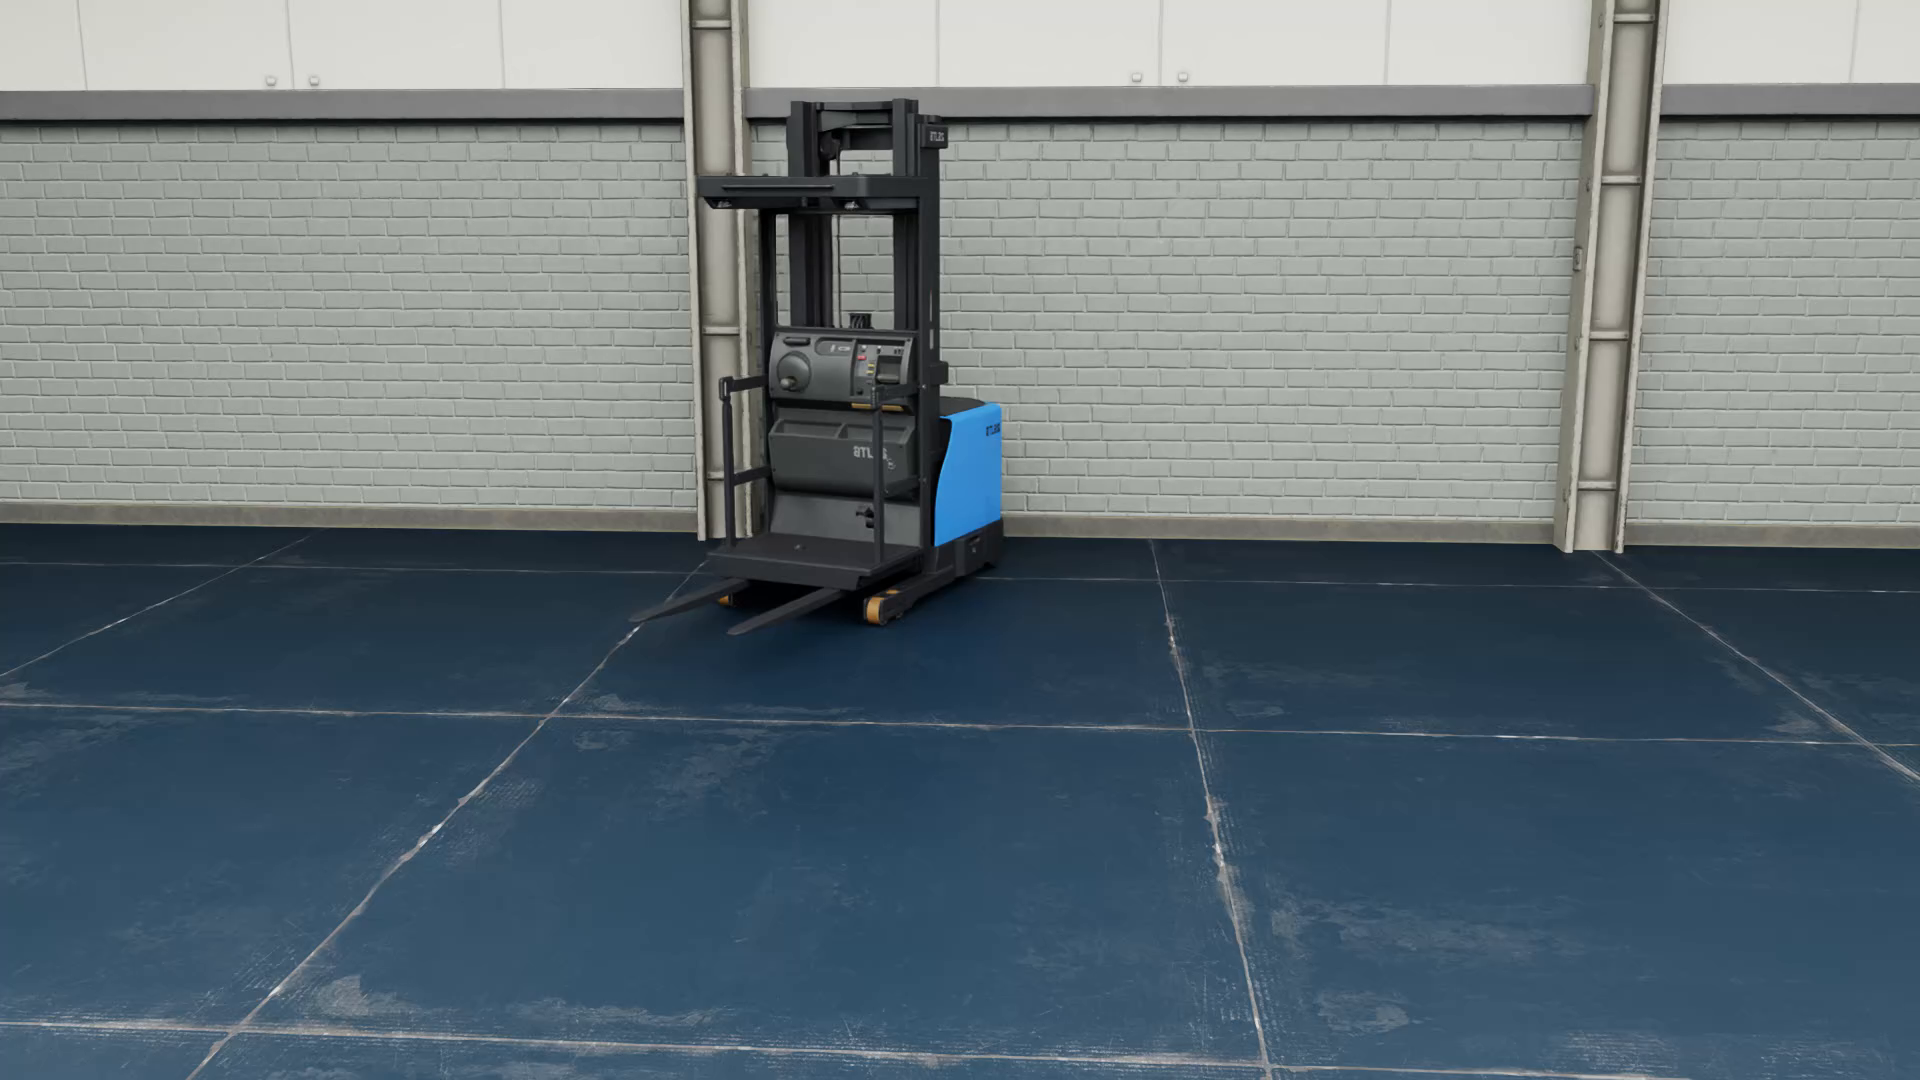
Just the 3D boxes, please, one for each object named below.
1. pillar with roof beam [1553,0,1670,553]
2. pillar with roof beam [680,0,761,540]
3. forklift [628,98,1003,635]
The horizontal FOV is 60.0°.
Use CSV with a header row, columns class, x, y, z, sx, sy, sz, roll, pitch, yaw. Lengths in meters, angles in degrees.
class,x,y,z,sx,sy,sz,roll,pitch,yaw
pillar with roof beam,4.052,-3.470,6.378,0.400,9.000,9.100,1,12,4
pillar with roof beam,-1.935,-3.552,6.771,0.400,9.000,9.100,1,12,4
forklift,-0.795,-1.049,9.627,1.130,2.935,3.031,5,13,24
